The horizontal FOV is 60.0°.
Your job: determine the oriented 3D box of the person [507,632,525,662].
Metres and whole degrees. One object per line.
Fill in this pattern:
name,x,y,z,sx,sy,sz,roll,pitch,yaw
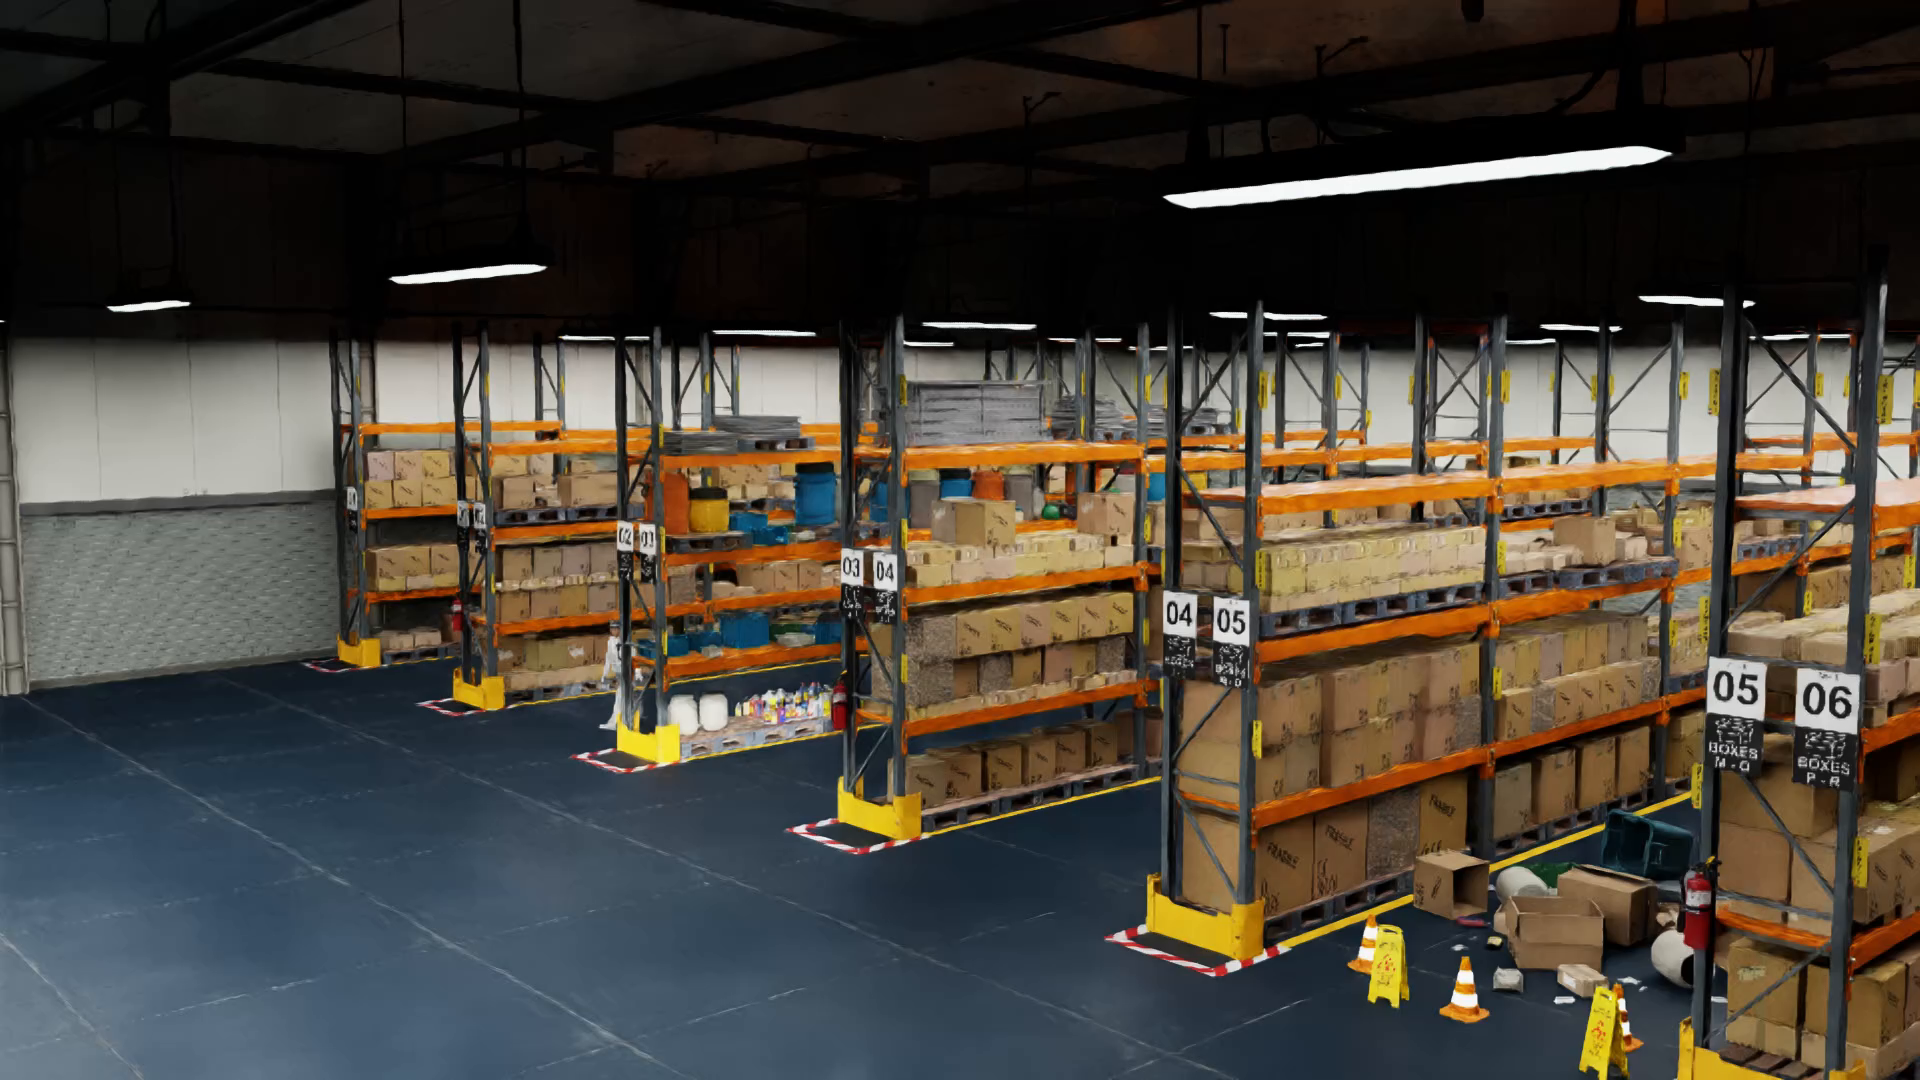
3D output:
person,-7.716,1.453,28.755,0.448,1.730,0.586,2,6,17

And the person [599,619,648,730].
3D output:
person,-4.971,1.935,24.434,0.511,1.598,1.058,5,7,39
